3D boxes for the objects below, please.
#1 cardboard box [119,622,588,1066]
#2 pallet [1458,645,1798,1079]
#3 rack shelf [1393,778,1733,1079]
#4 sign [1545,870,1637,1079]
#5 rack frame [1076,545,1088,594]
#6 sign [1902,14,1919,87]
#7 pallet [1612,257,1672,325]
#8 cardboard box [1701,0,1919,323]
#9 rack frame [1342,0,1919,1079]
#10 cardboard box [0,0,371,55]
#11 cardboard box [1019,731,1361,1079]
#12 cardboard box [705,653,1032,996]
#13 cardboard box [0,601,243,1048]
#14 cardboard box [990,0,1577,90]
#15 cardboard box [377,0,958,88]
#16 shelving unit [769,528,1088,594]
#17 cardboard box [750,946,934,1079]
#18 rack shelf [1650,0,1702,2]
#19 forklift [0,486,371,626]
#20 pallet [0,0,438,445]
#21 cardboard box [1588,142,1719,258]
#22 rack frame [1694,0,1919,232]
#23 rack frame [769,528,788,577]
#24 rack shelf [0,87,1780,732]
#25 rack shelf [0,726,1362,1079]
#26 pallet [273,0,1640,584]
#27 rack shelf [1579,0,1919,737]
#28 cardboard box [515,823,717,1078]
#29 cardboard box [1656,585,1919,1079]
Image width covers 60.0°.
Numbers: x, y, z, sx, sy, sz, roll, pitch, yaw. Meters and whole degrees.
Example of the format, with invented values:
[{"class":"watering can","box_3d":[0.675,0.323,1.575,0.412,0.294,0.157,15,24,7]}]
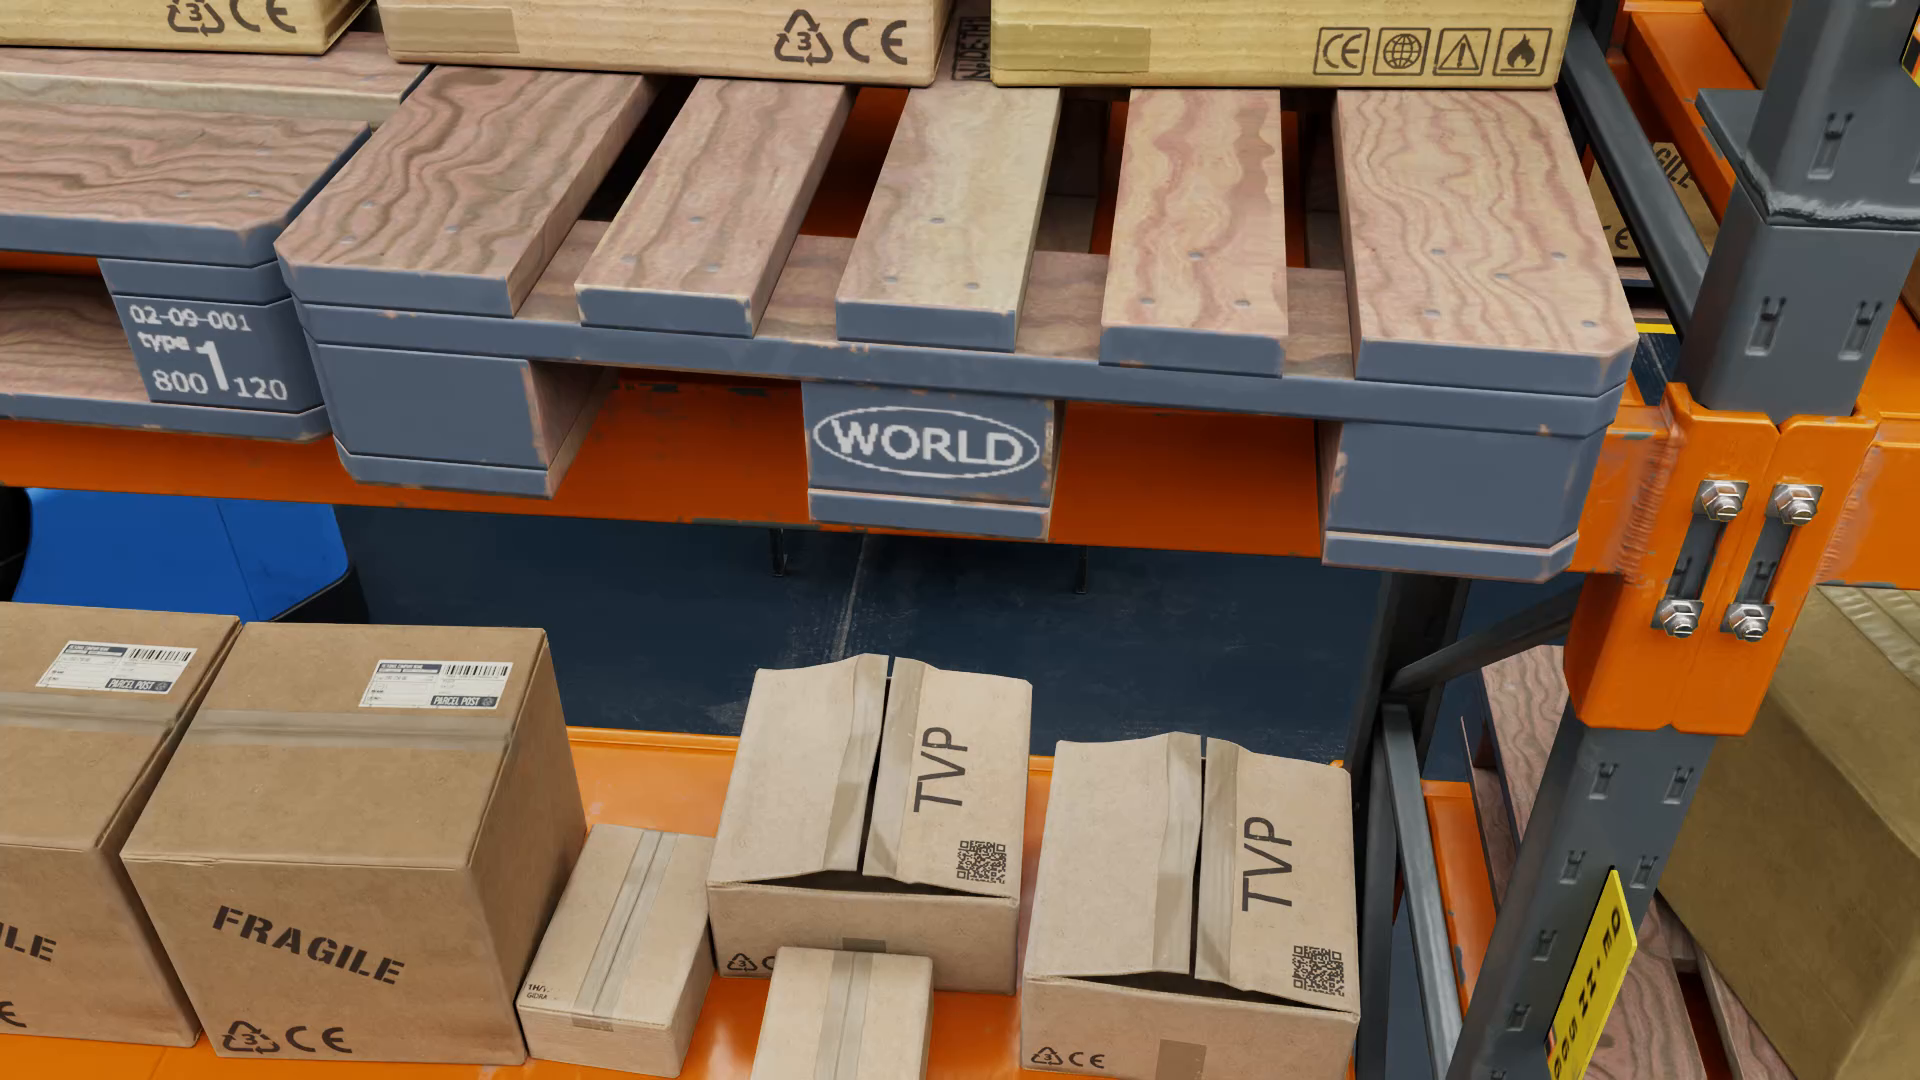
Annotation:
[{"class":"cardboard box","box_3d":[-0.937,0.487,2.697,0.500,0.500,0.500,1,39,1]},{"class":"pallet","box_3d":[1.418,0.674,2.698,1.003,0.211,1.213,3,39,4]},{"class":"rack shelf","box_3d":[2.729,0.994,2.722,4.000,0.370,1.077,3,39,4]},{"class":"sign","box_3d":[0.692,0.507,1.834,0.005,0.325,0.100,3,39,4]},{"class":"rack frame","box_3d":[0.421,-0.559,5.248,0.032,1.500,0.500,3,39,4]},{"class":"sign","box_3d":[0.681,-0.439,1.065,0.005,0.325,0.100,3,39,4]},{"class":"pallet","box_3d":[3.151,-1.269,7.142,1.213,0.211,1.003,3,39,4]},{"class":"cardboard box","box_3d":[1.174,-0.593,1.647,0.500,0.500,0.910,3,39,4]},{"class":"rack frame","box_3d":[0.737,0.607,2.629,0.127,3.000,1.000,3,39,4]},{"class":"cardboard box","box_3d":[-0.813,-0.706,1.652,0.500,0.250,0.500,2,39,3]},{"class":"cardboard box","box_3d":[0.378,0.594,2.715,0.500,0.311,0.500,5,39,7]},{"class":"cardboard box","box_3d":[-0.138,0.471,2.866,0.500,0.311,0.500,3,39,3]},{"class":"cardboard box","box_3d":[-1.461,0.458,2.732,0.500,0.500,0.500,3,39,4]},{"class":"cardboard box","box_3d":[0.280,-0.651,1.583,0.500,0.250,0.500,0,39,1]},{"class":"cardboard box","box_3d":[-0.244,-0.668,1.605,0.500,0.250,0.500,4,39,5]},{"class":"shelving unit","box_3d":[-0.085,-0.586,5.282,1.048,1.500,0.538,3,39,4]},{"class":"cardboard box","box_3d":[-0.183,0.829,2.555,0.250,0.149,0.380,3,39,4]},{"class":"rack shelf","box_3d":[3.153,-2.121,6.550,4.000,0.370,1.077,3,39,4]},{"class":"forklift","box_3d":[-3.198,-0.282,3.775,1.130,2.935,3.031,27,46,29]},{"class":"pallet","box_3d":[-1.062,-0.523,1.790,1.213,0.211,1.003,5,39,6]},{"class":"cardboard box","box_3d":[2.754,-1.664,6.788,0.750,0.750,0.750,3,39,4]},{"class":"rack frame","box_3d":[0.737,-1.720,0.735,0.127,3.000,1.000,3,39,4]},{"class":"rack frame","box_3d":[-0.591,-0.614,5.316,0.032,1.500,0.500,3,39,4]},{"class":"rack shelf","box_3d":[-1.256,-0.387,2.043,4.000,0.370,1.077,3,39,4]},{"class":"rack shelf","box_3d":[-1.256,0.777,2.990,4.000,0.370,1.077,3,39,4]},{"class":"pallet","box_3d":[0.053,-0.464,1.718,1.003,0.211,1.213,5,39,6]},{"class":"rack shelf","box_3d":[2.729,-0.169,1.775,4.000,0.370,1.077,3,39,4]},{"class":"cardboard box","box_3d":[-0.539,0.670,2.750,0.250,0.149,0.380,6,40,7]},{"class":"cardboard box","box_3d":[1.374,0.368,2.510,0.500,0.500,0.700,-9,40,-11]}]
